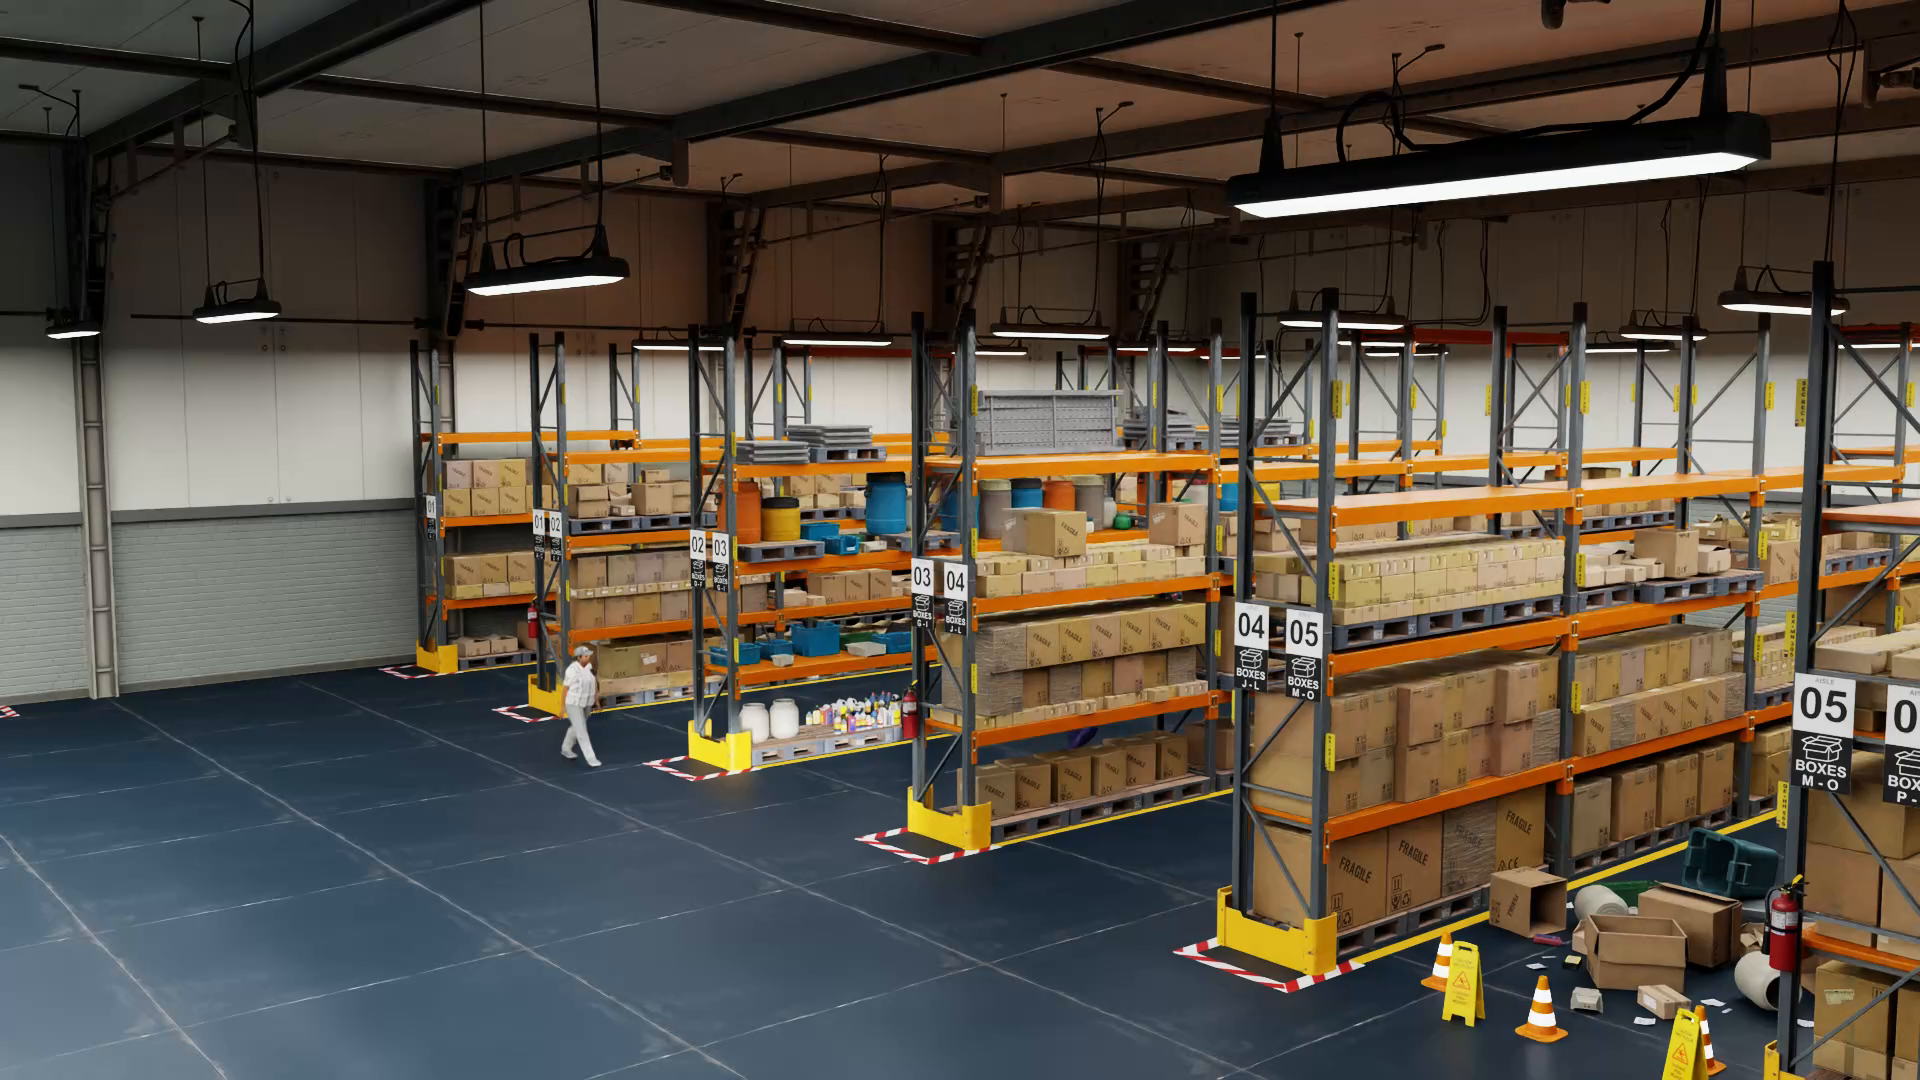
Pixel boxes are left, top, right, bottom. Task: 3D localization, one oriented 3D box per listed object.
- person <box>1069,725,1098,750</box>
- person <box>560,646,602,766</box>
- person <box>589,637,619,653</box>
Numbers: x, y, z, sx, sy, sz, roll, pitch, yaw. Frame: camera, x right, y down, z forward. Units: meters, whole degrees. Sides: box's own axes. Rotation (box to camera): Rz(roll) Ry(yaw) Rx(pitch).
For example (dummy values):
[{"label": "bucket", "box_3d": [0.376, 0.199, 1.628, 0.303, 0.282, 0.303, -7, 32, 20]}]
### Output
[{"label": "person", "box_3d": [1.618, 2.239, 22.858, 0.522, 1.645, 0.537, -4, 7, -40]}, {"label": "person", "box_3d": [-5.169, 2.238, 22.753, 0.995, 1.592, 0.534, 4, 7, 37]}, {"label": "person", "box_3d": [-6.490, 1.484, 30.270, 0.621, 1.692, 1.102, 2, 6, 22]}]
